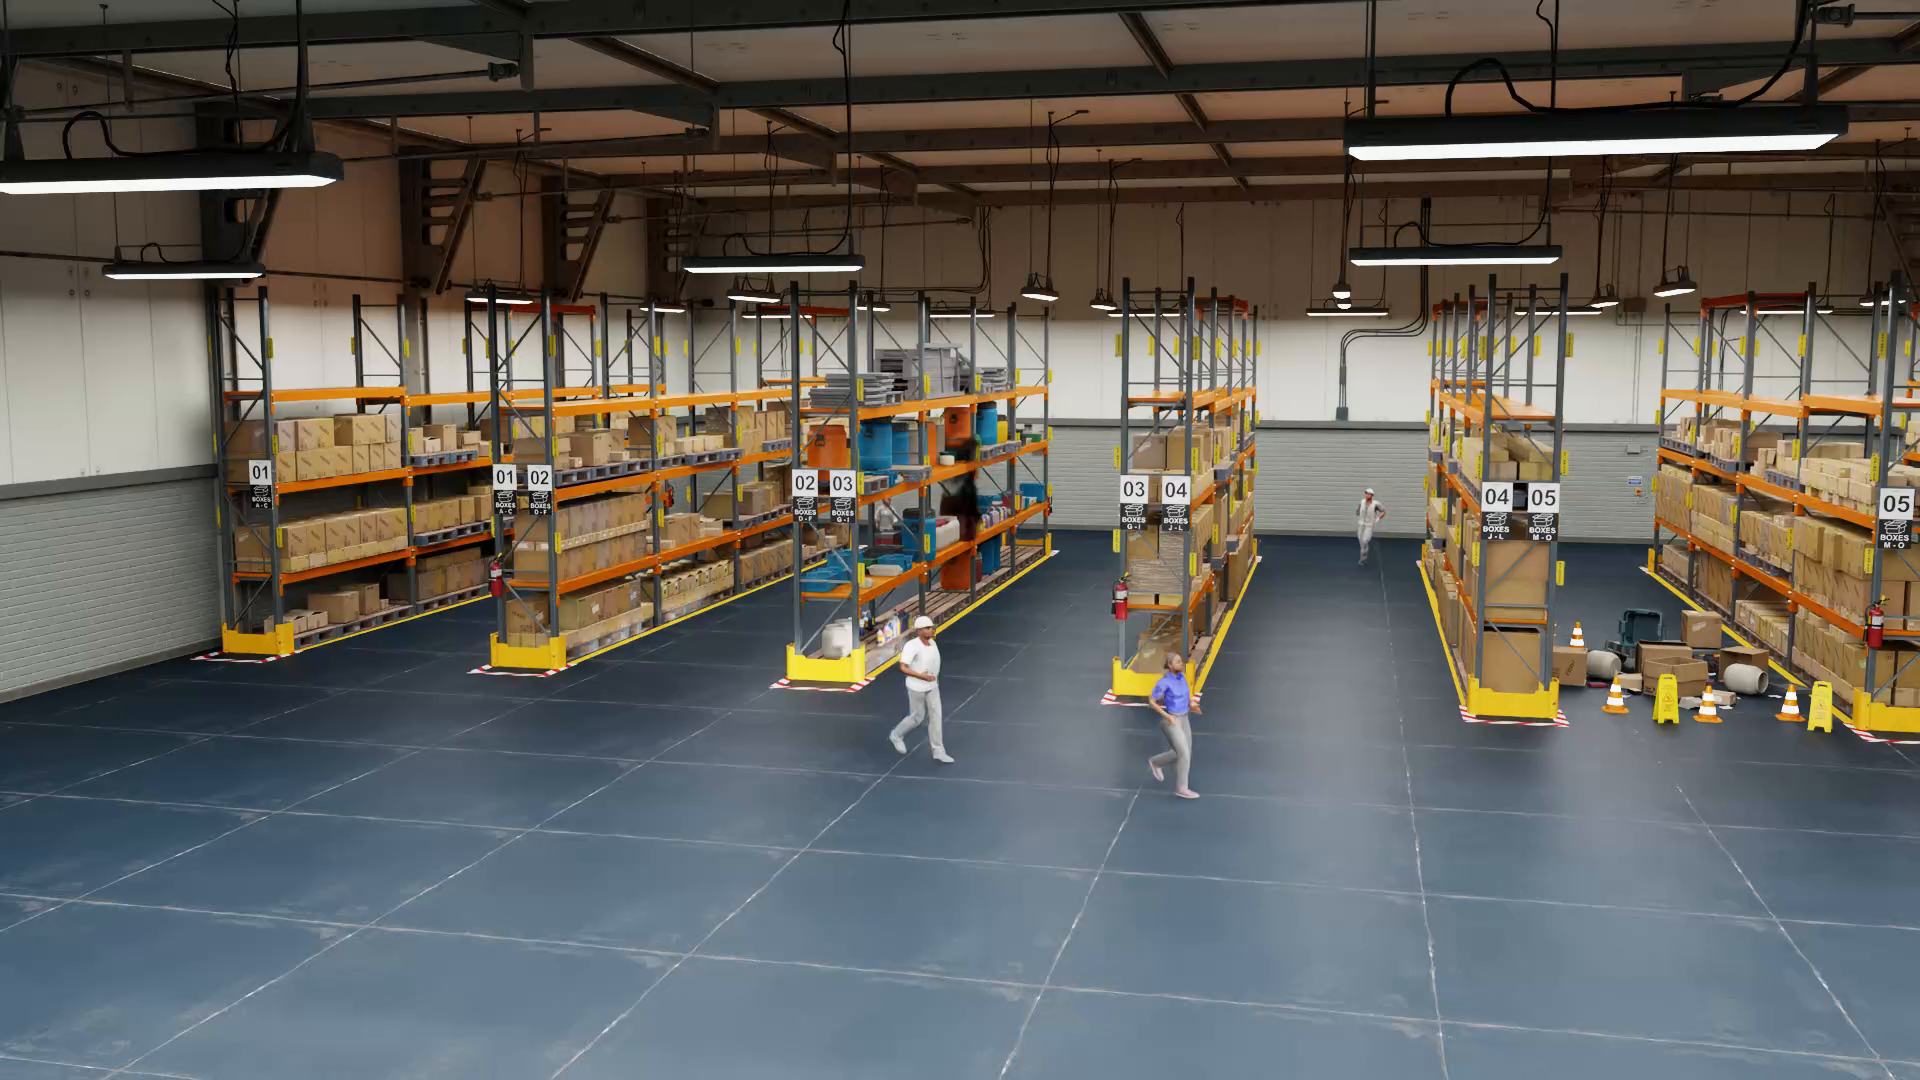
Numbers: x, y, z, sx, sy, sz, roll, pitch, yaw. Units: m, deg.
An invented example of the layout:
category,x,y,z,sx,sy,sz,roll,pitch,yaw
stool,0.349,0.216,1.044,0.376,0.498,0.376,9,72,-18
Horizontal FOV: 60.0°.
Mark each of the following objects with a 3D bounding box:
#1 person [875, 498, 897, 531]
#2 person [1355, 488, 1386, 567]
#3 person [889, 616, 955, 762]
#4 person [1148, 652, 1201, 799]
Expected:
category,x,y,z,sx,sy,sz,roll,pitch,yaw
person,-1.756,-0.255,39.119,0.571,1.567,0.504,0,7,3
person,9.413,-0.278,38.404,0.652,1.835,0.743,6,9,41
person,-0.473,1.799,20.230,0.932,1.763,0.699,6,9,41
person,2.381,2.060,18.690,0.739,1.613,0.584,6,9,42
